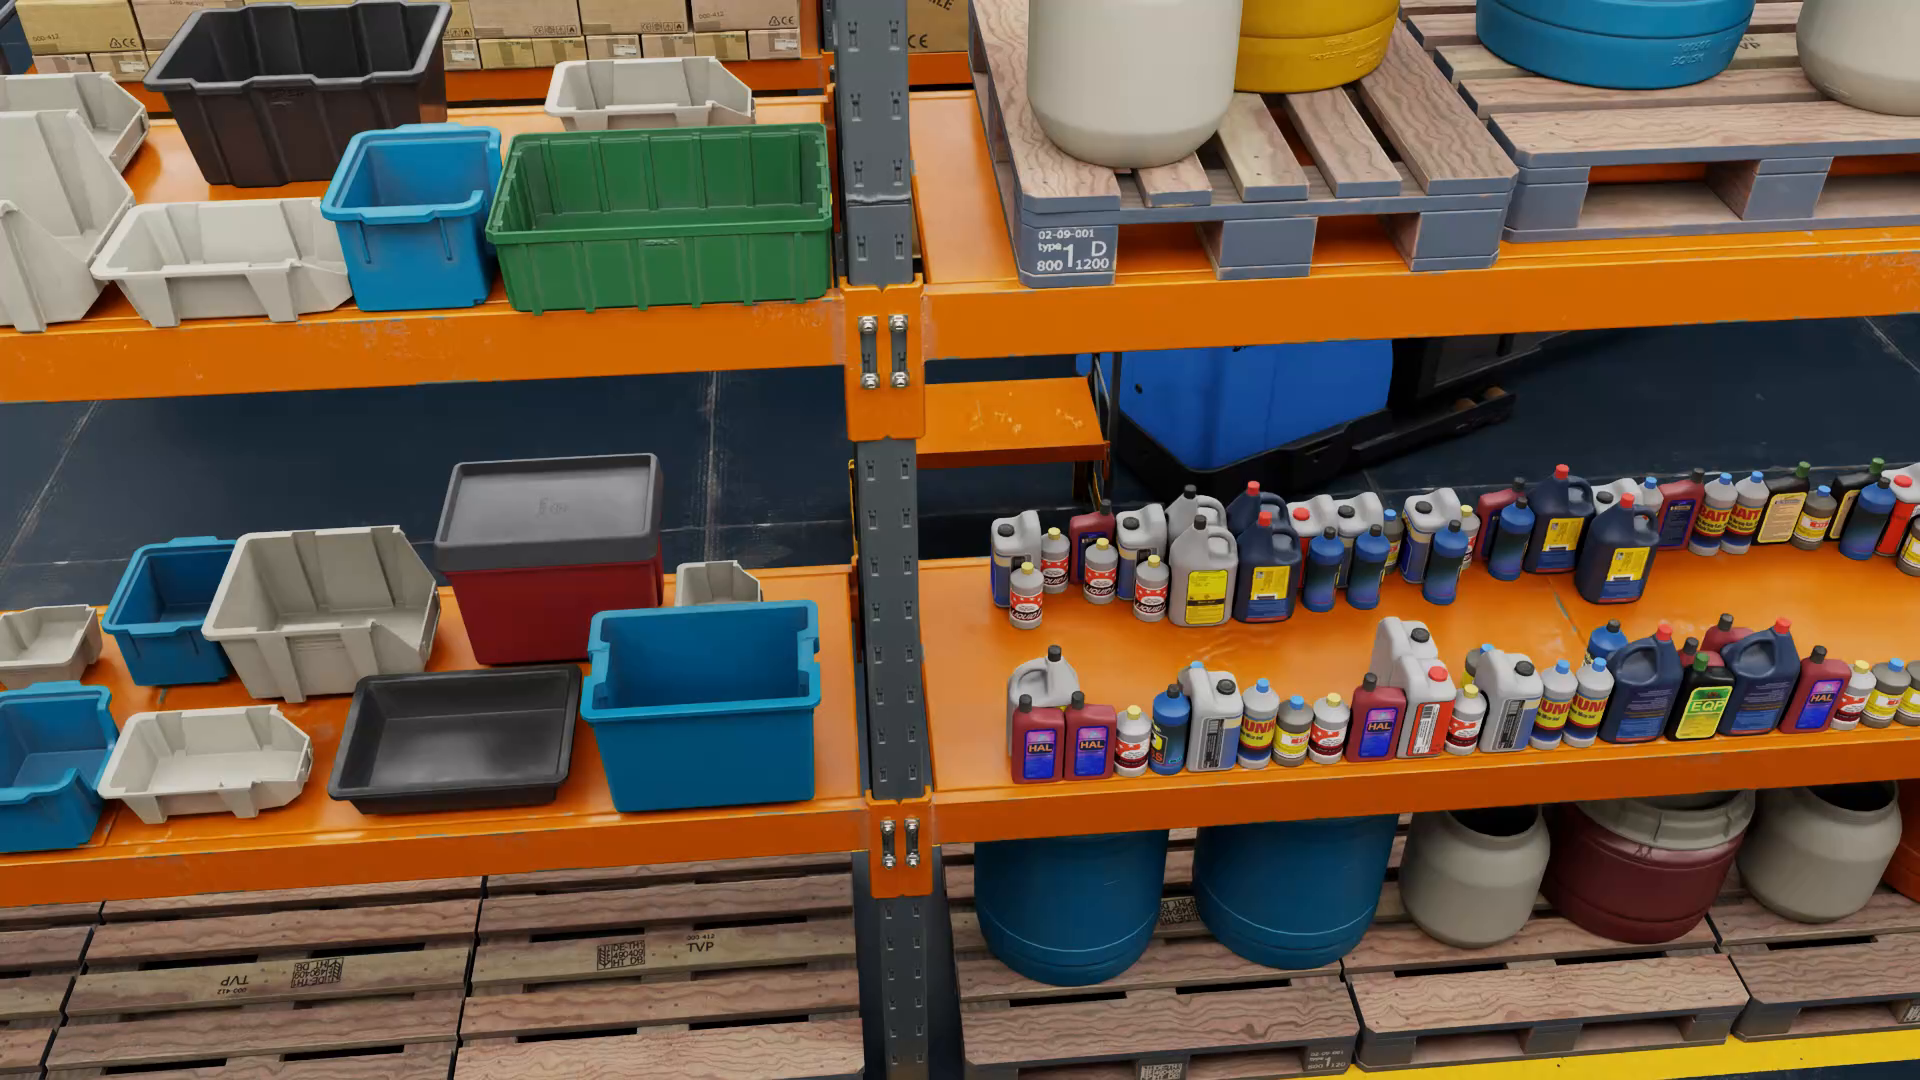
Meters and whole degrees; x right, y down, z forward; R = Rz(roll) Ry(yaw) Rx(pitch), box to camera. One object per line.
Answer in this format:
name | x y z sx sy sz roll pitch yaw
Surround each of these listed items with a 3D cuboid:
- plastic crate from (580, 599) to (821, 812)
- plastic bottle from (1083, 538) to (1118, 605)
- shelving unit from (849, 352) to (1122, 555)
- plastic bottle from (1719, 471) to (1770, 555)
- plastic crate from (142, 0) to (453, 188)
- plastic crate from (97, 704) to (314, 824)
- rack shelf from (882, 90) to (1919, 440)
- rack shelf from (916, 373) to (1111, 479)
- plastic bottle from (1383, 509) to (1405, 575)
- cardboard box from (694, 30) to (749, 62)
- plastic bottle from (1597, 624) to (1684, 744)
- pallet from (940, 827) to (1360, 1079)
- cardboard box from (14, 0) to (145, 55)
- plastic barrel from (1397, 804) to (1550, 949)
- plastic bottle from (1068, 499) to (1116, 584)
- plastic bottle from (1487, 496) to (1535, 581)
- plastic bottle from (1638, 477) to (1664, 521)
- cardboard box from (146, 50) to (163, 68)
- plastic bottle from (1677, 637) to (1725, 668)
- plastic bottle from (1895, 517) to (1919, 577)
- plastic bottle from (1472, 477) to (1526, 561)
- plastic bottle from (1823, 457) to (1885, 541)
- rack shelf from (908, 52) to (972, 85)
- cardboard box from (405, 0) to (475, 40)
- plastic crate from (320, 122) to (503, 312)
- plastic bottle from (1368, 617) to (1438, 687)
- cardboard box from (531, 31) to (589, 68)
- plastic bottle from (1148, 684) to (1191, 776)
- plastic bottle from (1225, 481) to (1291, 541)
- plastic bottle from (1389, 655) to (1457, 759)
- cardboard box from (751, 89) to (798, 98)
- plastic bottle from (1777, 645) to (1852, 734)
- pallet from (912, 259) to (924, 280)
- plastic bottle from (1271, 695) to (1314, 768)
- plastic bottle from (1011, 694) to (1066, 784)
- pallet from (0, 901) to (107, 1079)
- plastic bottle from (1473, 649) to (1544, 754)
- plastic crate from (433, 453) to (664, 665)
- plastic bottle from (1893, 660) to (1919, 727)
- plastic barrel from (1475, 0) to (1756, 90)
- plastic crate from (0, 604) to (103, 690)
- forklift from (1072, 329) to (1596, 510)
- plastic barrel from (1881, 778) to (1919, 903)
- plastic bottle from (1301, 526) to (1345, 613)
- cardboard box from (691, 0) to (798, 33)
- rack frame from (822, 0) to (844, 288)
plastic crate | -0.636 0.438 4.237 0.575 0.384 0.392 -3 38 -4
plastic bottle | 0.414 0.083 4.883 0.097 0.201 0.097 0 38 0
shelving unit | 0.076 -0.593 6.791 1.083 1.500 0.587 -3 38 -4
plastic bottle | 2.382 -0.090 5.047 0.097 0.271 0.097 0 38 0
plastic crate | -1.463 -1.008 3.790 0.590 0.269 0.497 -3 38 -4
plastic crate | -1.909 0.580 4.257 0.466 0.136 0.293 -3 38 -4
rack shelf | 1.791 -0.785 3.983 4.000 0.370 1.077 -3 38 -4
rack shelf | 0.085 -0.452 6.903 1.000 0.185 0.538 -3 38 -4
plastic bottle | 1.276 -0.002 4.991 0.097 0.201 0.097 0 38 0
cardboard box | -1.172 -2.505 8.206 0.250 0.149 0.380 -2 38 -3
plastic bottle | 1.800 0.368 4.402 0.185 0.351 0.144 -3 38 -4
pallet | 0.571 1.298 5.435 1.213 0.211 1.003 -3 38 -4
cardboard box | -4.123 -2.535 7.922 0.500 0.250 0.500 -4 38 -5
plastic barrel | 1.617 0.997 5.234 0.421 0.512 0.421 0 38 0
plastic bottle | 0.389 0.003 4.918 0.133 0.283 0.061 -3 38 -4
plastic bottle | 1.645 -0.012 4.947 0.097 0.271 0.097 0 38 0
plastic bottle | 2.055 -0.072 5.024 0.097 0.271 0.097 0 38 0
cardboard box | -3.731 -2.364 8.027 0.250 0.149 0.380 -4 38 -5
plastic bottle | 1.957 0.374 4.449 0.133 0.283 0.061 -3 38 -4
plastic bottle | 2.892 0.004 4.984 0.097 0.201 0.097 0 38 0
plastic bottle | 1.620 -0.064 5.004 0.133 0.283 0.061 -3 38 -4
plastic bottle | 2.725 -0.125 5.081 0.133 0.283 0.061 -3 38 -4
rack shelf | 1.352 -2.664 8.785 4.000 0.370 1.077 -3 38 -4
cardboard box | -2.585 -2.624 8.036 0.500 0.250 0.500 -4 38 -5
plastic crate | -1.080 -0.646 3.360 0.300 0.233 0.416 -3 38 -4
plastic bottle | 1.202 0.333 4.506 0.135 0.276 0.152 -3 38 -4
cardboard box | -1.940 -2.462 8.152 0.250 0.149 0.380 -2 38 -3
plastic bottle | 0.545 0.483 4.320 0.097 0.271 0.097 0 38 0
plastic bottle | 0.869 -0.024 4.898 0.185 0.351 0.144 -3 38 -4
plastic bottle | 1.215 0.427 4.387 0.135 0.276 0.152 -3 38 -4
cardboard box | -1.305 -2.180 8.968 0.875 0.875 0.875 -3 38 -4
plastic bottle | 2.279 0.394 4.423 0.133 0.283 0.061 -3 38 -4
pallet | 0.122 -1.831 9.400 1.213 0.211 1.003 -3 38 -4
plastic bottle | 0.873 0.492 4.365 0.097 0.201 0.097 0 38 0
plastic bottle | 0.201 0.508 4.278 0.133 0.283 0.061 -3 38 -4
pallet | -3.361 1.512 5.163 1.213 0.211 1.003 -3 38 -4
plastic bottle | 1.447 0.414 4.403 0.135 0.276 0.152 -3 38 -4
plastic crate | -1.113 0.065 4.646 0.583 0.464 0.402 -3 38 -4
plastic bottle | 2.586 0.398 4.485 0.097 0.201 0.097 0 38 0
plastic barrel | 1.485 -1.508 3.574 0.708 0.901 0.600 -3 38 -4
plastic crate | -2.531 0.297 4.616 0.250 0.136 0.298 -3 38 -4
forklift | 2.062 -1.919 7.315 3.031 2.935 1.130 -20 42 -23
plastic barrel | 3.297 0.724 5.323 0.708 0.830 0.600 -3 38 -4
plastic bottle | 1.058 0.077 4.835 0.097 0.271 0.097 0 38 0
cardboard box | -1.057 -2.708 8.142 0.500 0.250 0.500 -4 38 -5
rack frame | -0.640 -2.836 8.423 0.127 3.000 1.000 -3 38 -4
